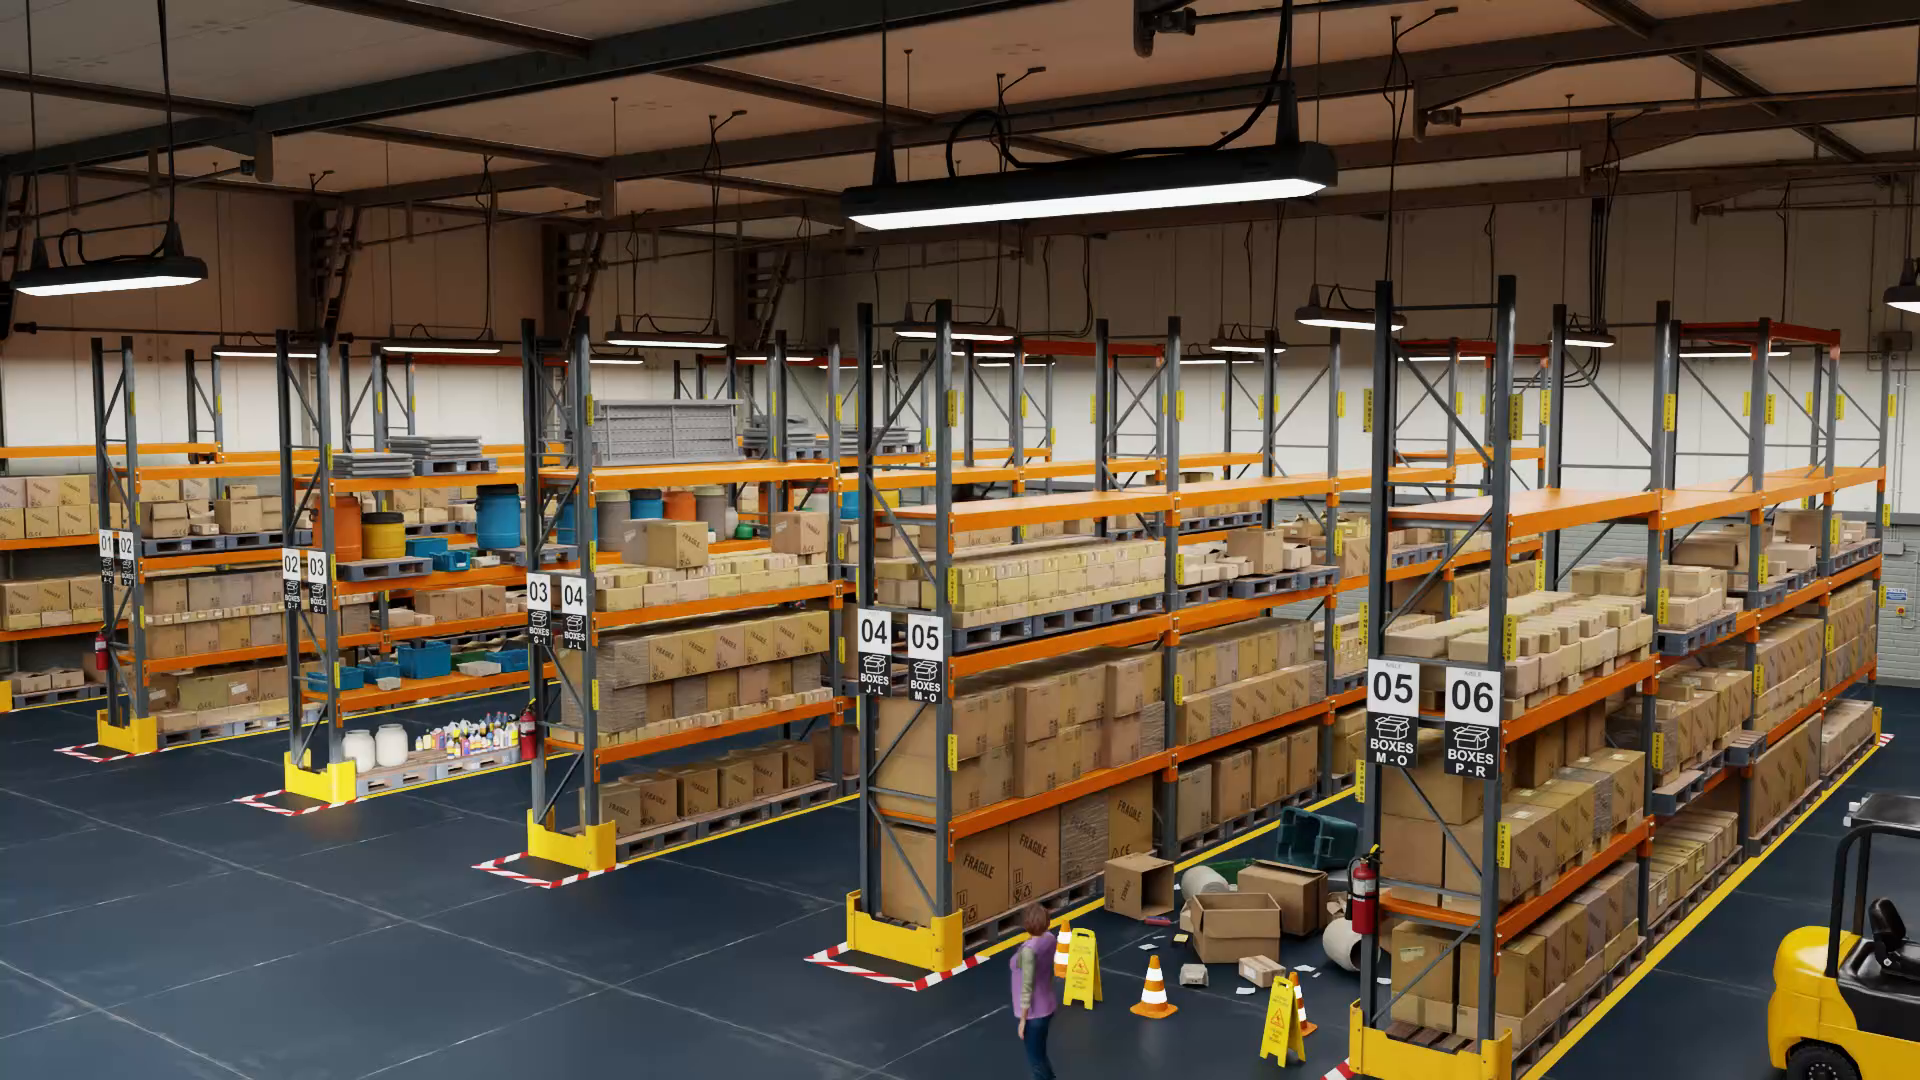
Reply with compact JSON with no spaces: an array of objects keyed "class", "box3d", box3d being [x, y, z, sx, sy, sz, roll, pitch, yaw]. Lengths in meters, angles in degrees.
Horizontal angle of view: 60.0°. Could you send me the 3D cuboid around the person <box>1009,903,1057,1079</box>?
[{"class":"person","box3d":[0.538,3.356,11.736,0.358,1.609,0.451,2,5,17]}]
